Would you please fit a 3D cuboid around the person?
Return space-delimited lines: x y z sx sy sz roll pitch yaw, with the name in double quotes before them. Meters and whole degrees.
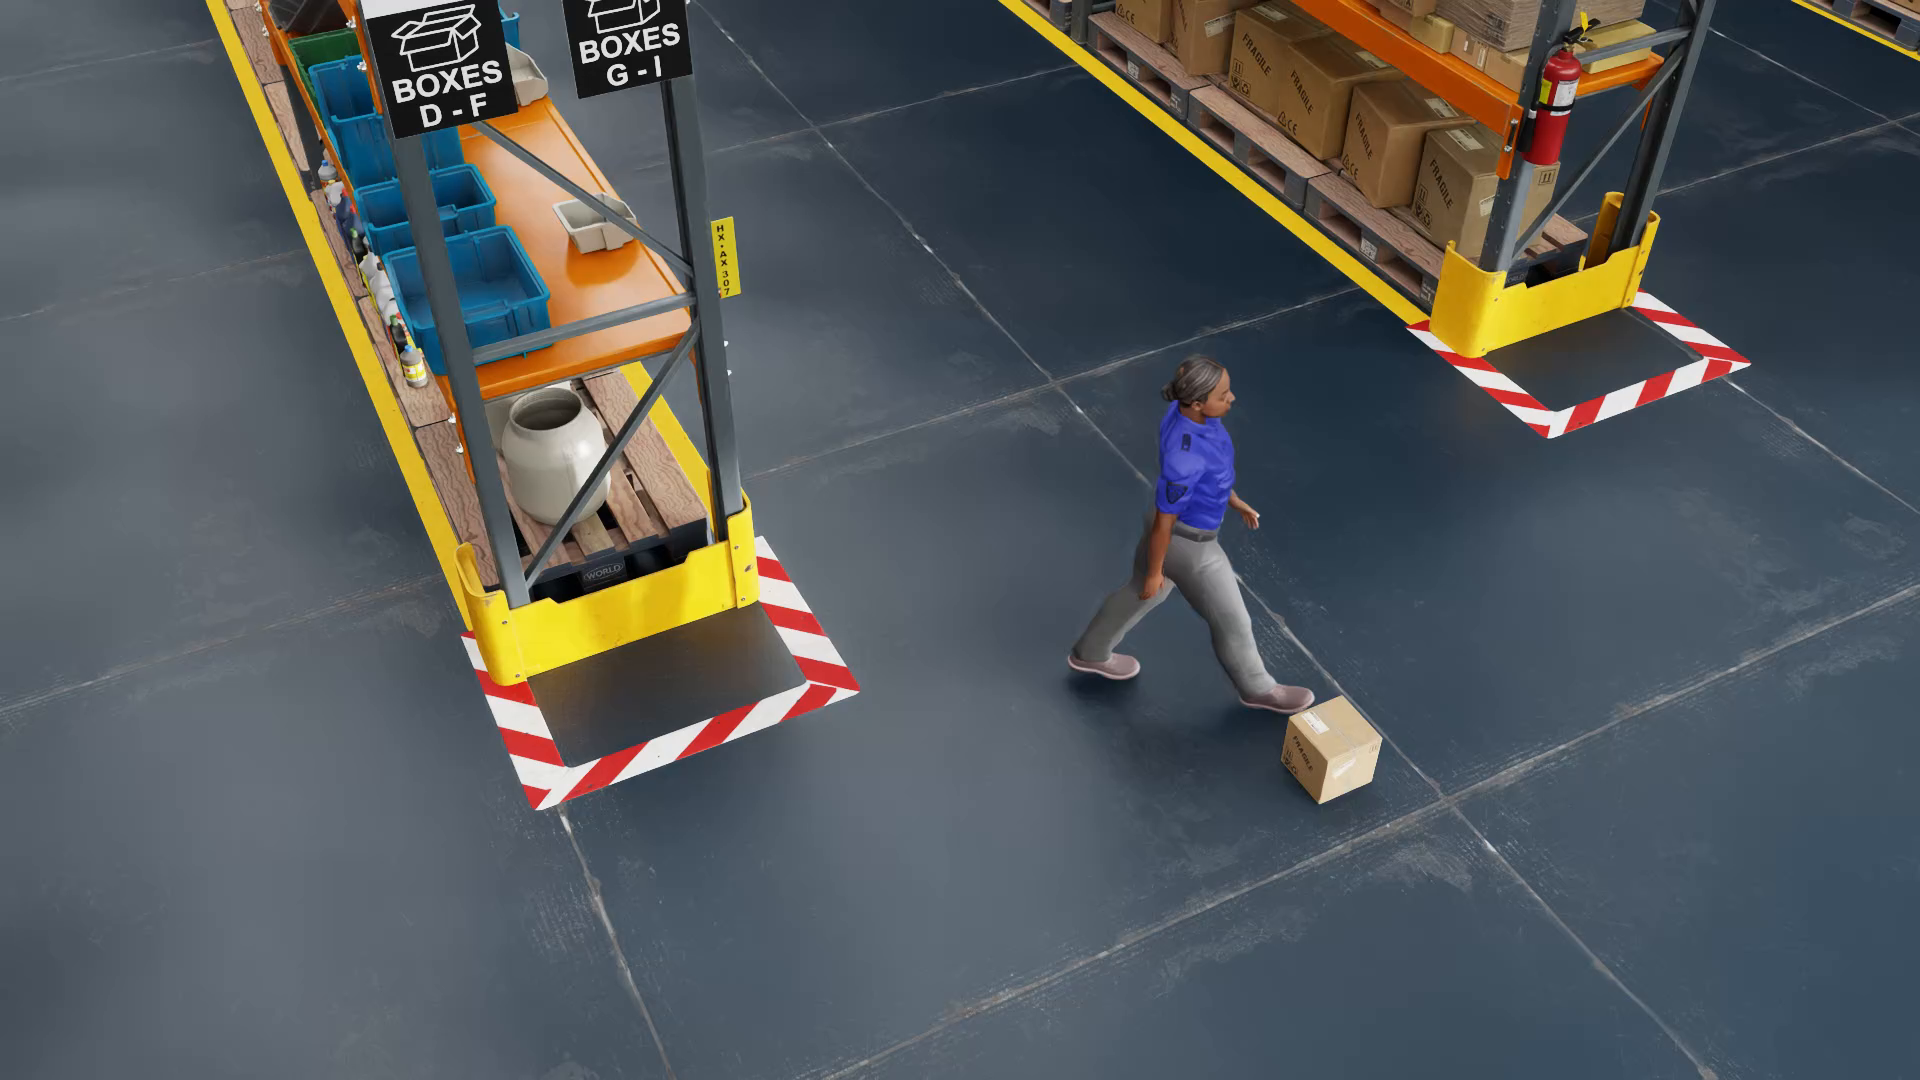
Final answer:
"person" 0.917 -0.027 6.189 0.966 1.599 0.458 1 42 1
